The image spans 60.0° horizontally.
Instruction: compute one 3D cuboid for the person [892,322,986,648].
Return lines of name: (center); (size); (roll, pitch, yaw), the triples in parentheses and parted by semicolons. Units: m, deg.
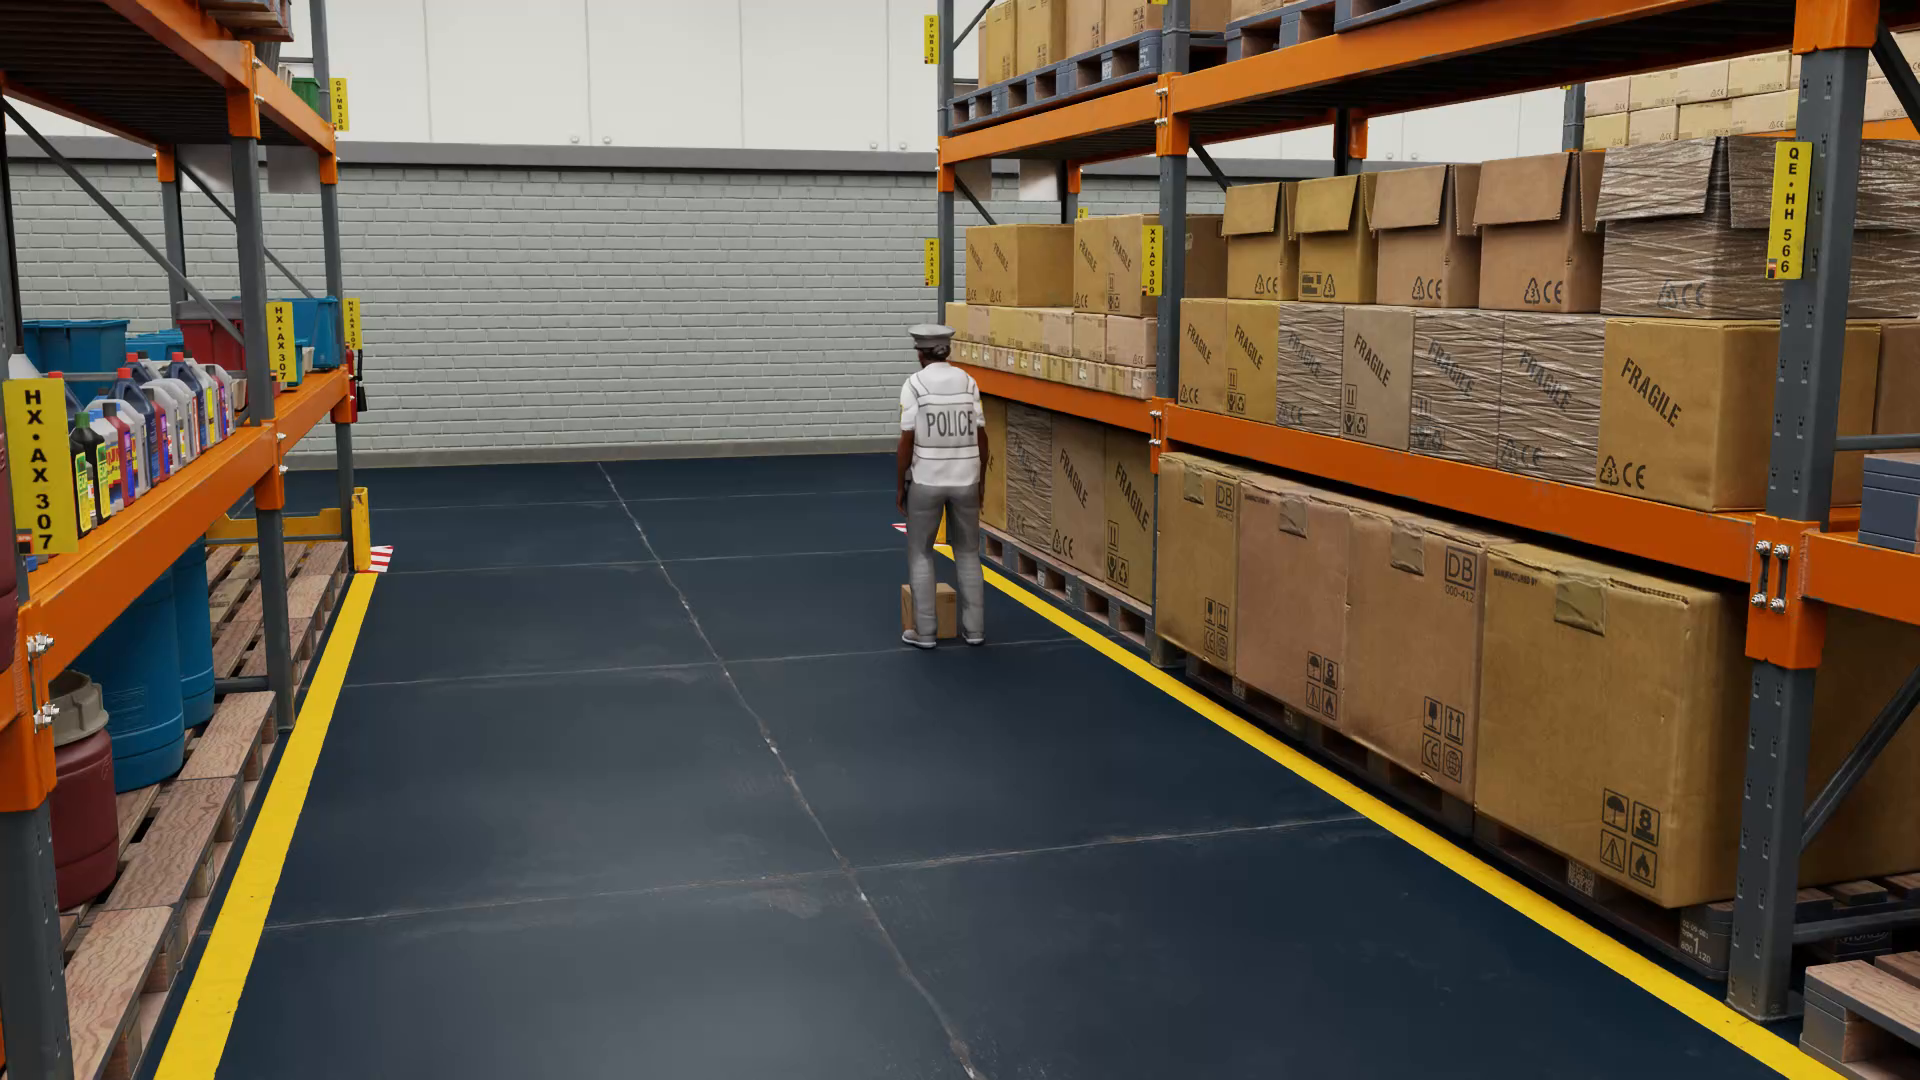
person: (-0.095, -0.279, 8.559); (0.532, 1.662, 0.394); (-3, 10, -19)
